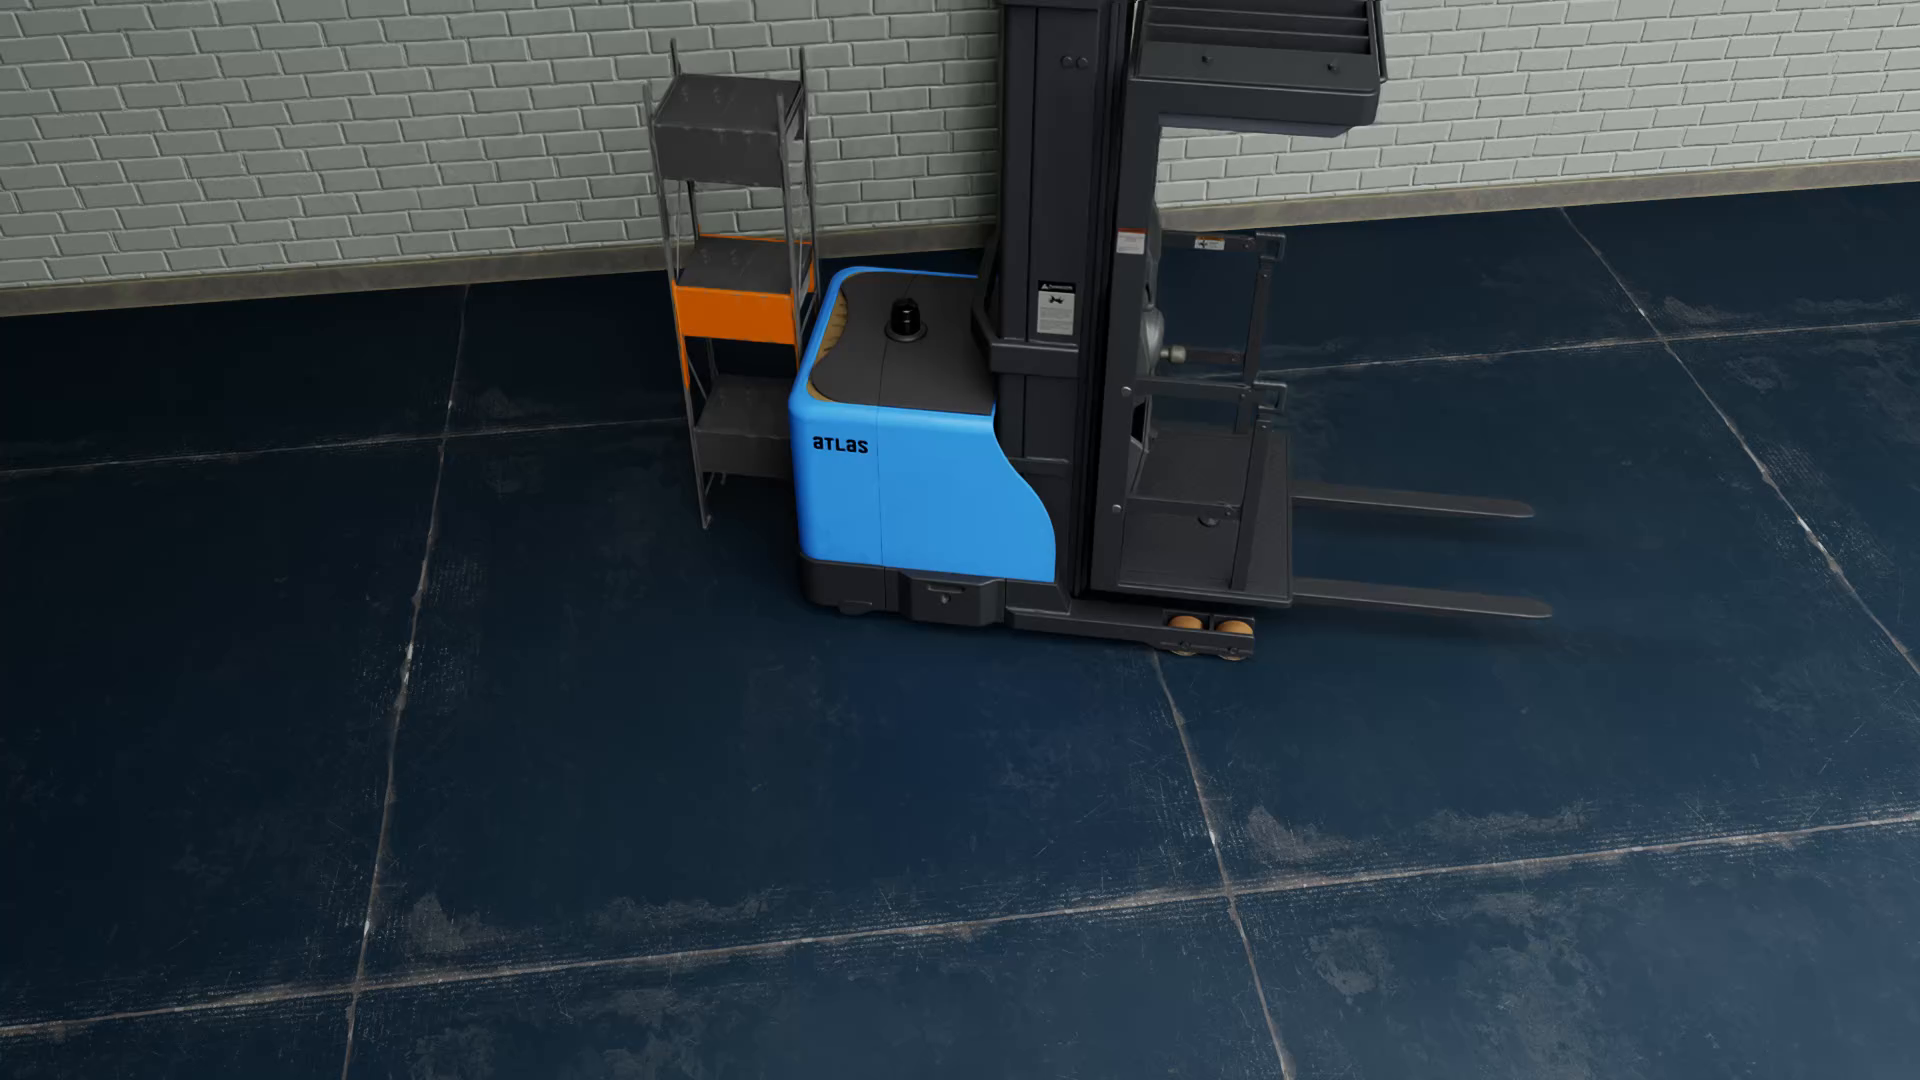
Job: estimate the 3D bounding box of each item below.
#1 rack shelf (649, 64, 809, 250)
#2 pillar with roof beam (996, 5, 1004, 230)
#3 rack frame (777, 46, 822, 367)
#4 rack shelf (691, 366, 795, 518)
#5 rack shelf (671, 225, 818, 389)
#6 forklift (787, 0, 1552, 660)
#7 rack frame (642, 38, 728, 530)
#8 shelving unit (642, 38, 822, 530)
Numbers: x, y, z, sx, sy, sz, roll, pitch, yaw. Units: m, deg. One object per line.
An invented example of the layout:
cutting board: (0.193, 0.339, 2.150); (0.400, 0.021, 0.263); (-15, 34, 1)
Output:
rack shelf: (-0.851, -1.443, 6.257); (0.480, 0.518, 0.431); (5, 42, 6)
pillar with roof beam: (0.968, -2.013, 2.763); (0.400, 9.000, 9.100); (-5, 42, -6)
rack frame: (-0.609, -0.911, 6.692); (0.015, 2.100, 0.400); (5, 42, 6)
rack shelf: (-0.851, -0.403, 7.195); (0.480, 0.518, 0.431); (5, 42, 6)
rack shelf: (-0.851, -0.923, 6.726); (0.480, 0.518, 0.431); (5, 42, 6)
forklift: (0.893, -0.985, 6.153); (3.031, 2.935, 1.130); (5, 42, 6)
rack frame: (-1.093, -0.956, 6.742); (0.015, 2.100, 0.400); (5, 42, 6)
shelving unit: (-0.851, -0.933, 6.717); (0.503, 2.100, 0.431); (5, 42, 6)
